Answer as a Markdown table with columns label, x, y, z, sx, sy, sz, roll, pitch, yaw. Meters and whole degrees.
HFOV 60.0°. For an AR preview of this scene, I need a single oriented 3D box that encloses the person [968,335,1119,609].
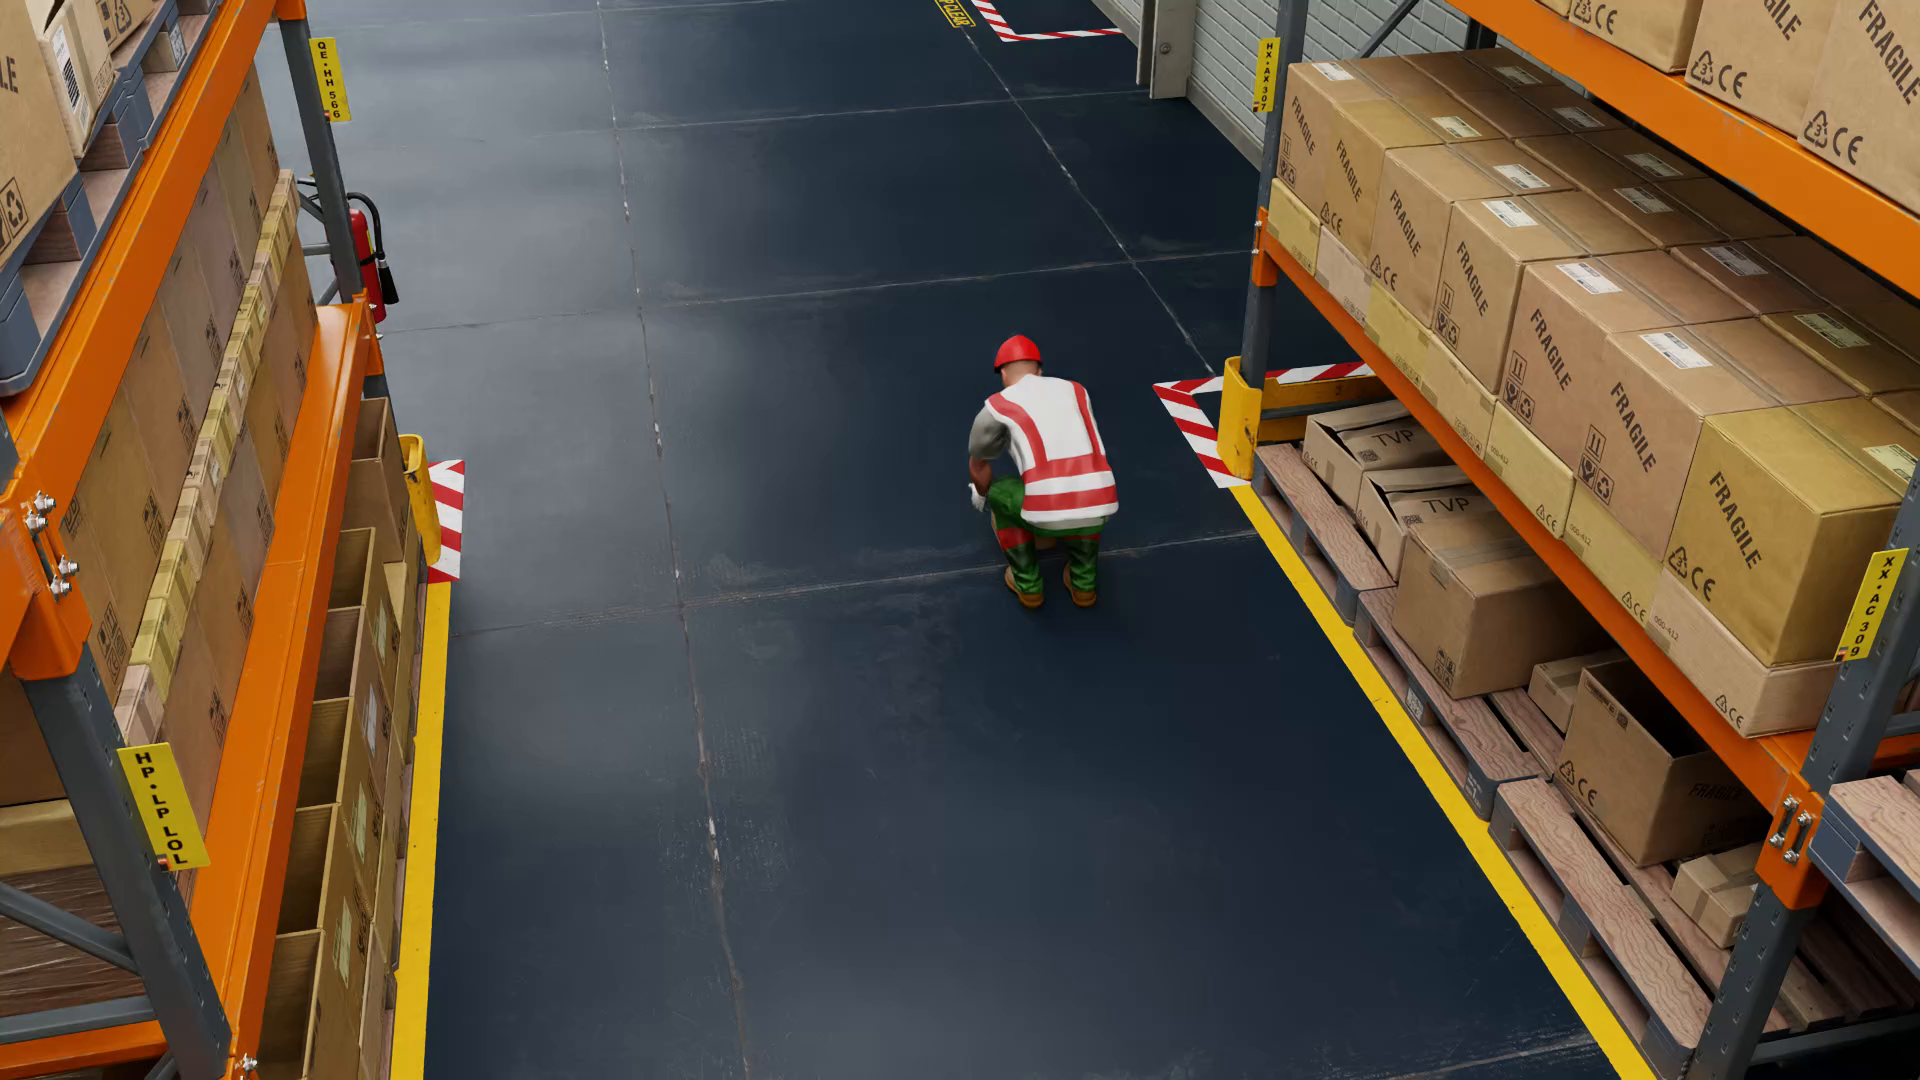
| label | x | y | z | sx | sy | sz | roll | pitch | yaw |
| --- | --- | --- | --- | --- | --- | --- | --- | --- | --- |
| person | 0.349 | -0.253 | 7.146 | 0.579 | 1.065 | 0.870 | -7 | 35 | -11 |
